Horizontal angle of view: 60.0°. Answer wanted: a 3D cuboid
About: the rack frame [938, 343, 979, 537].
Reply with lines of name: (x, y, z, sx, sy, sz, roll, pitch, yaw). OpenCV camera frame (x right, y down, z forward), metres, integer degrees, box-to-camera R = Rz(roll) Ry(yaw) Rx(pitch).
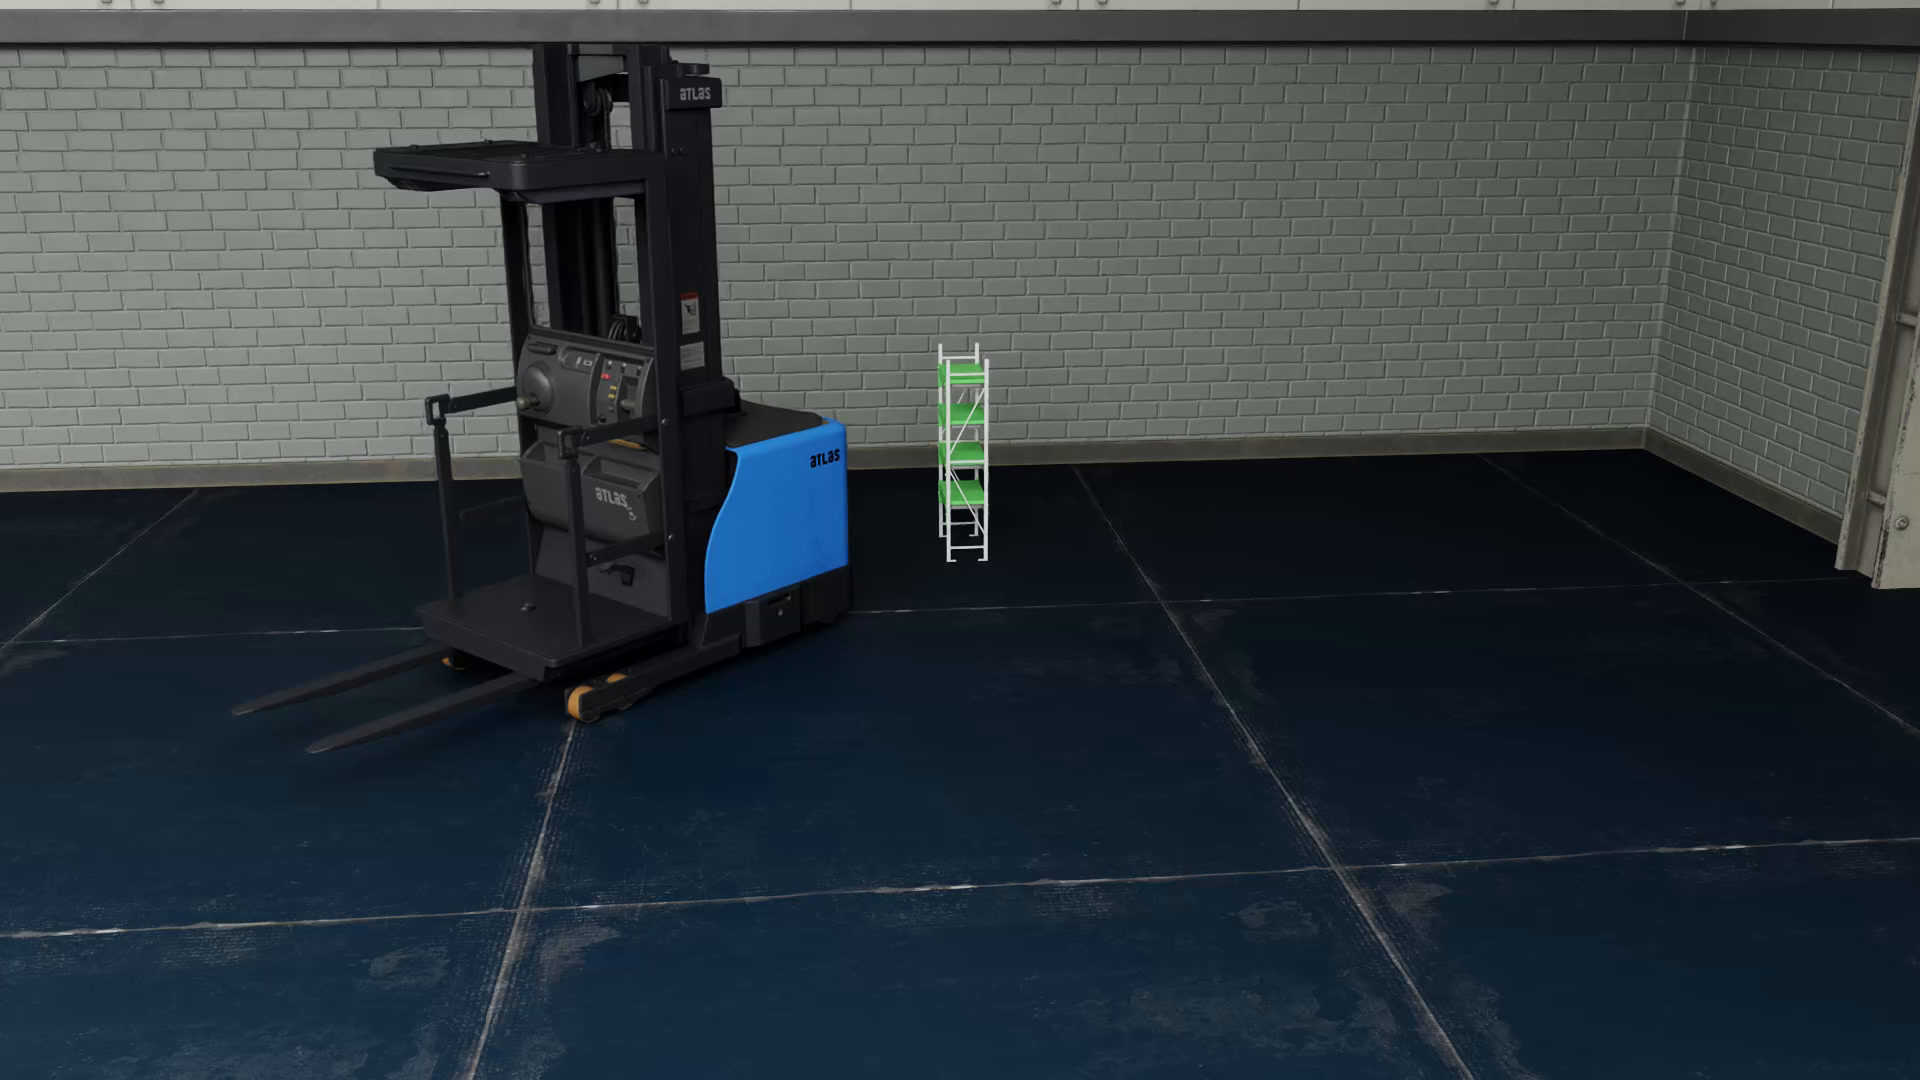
rack frame: (-0.008, -0.596, 10.072, 0.240, 1.200, 0.015, -2, 18, -6)

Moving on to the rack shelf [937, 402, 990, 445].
rack shelf: (0.017, -0.691, 9.788, 0.258, 0.148, 0.480, -2, 18, -6)

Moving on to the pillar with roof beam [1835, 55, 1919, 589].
pillar with roof beam: (0.979, -3.950, 7.736, 9.100, 9.000, 0.400, -2, 18, -6)

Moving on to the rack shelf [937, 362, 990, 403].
rack shelf: (0.017, -0.920, 9.716, 0.258, 0.148, 0.480, -2, 18, -6)

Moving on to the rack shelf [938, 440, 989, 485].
rack shelf: (0.017, -0.462, 9.859, 0.258, 0.148, 0.480, -2, 18, -6)

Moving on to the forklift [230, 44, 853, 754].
forklift: (-1.897, -0.739, 7.638, 1.130, 2.935, 3.031, 14, 22, 38)

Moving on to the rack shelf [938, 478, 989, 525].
rack shelf: (0.017, -0.233, 9.931, 0.258, 0.148, 0.480, -2, 18, -6)

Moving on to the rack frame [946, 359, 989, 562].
rack frame: (0.042, -0.450, 9.609, 0.240, 1.200, 0.015, -2, 18, -6)

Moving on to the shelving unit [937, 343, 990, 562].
shelving unit: (0.017, -0.523, 9.840, 0.258, 1.200, 0.503, -2, 18, -6)
